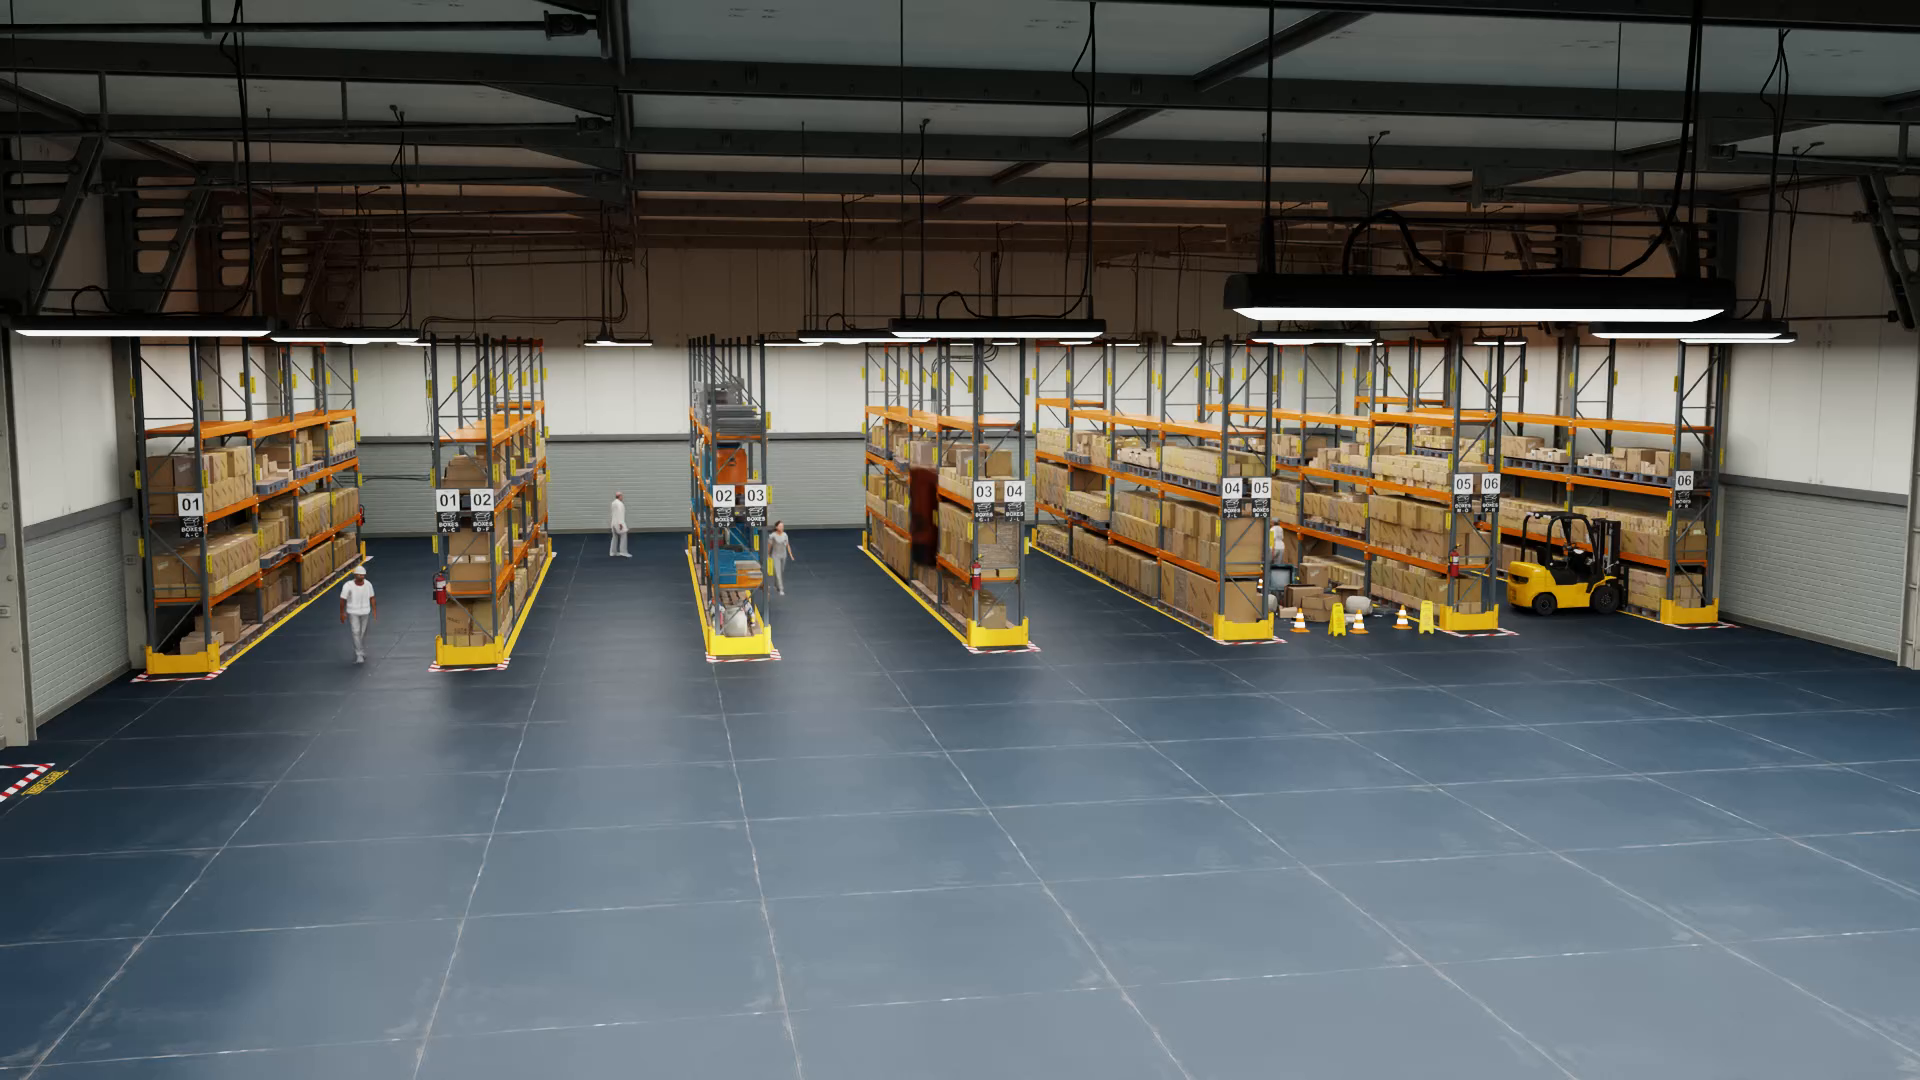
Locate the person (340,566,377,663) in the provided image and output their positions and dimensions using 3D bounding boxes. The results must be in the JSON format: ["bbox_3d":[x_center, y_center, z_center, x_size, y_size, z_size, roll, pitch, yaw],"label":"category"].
[{"bbox_3d":[-11.064,1.337,30.623,0.614,1.724,0.946,-6,9,-42],"label":"person"}]

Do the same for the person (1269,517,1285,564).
[{"bbox_3d":[7.681,0.272,40.433,0.512,1.665,0.503,-4,8,-34],"label":"person"}]

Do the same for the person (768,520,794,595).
[{"bbox_3d":[-4.000,0.375,36.940,0.530,1.630,1.005,-3,7,-25],"label":"person"}]

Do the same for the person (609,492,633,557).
[{"bbox_3d":[-9.436,-0.420,46.053,0.623,1.824,0.635,-5,8,-38],"label":"person"}]
